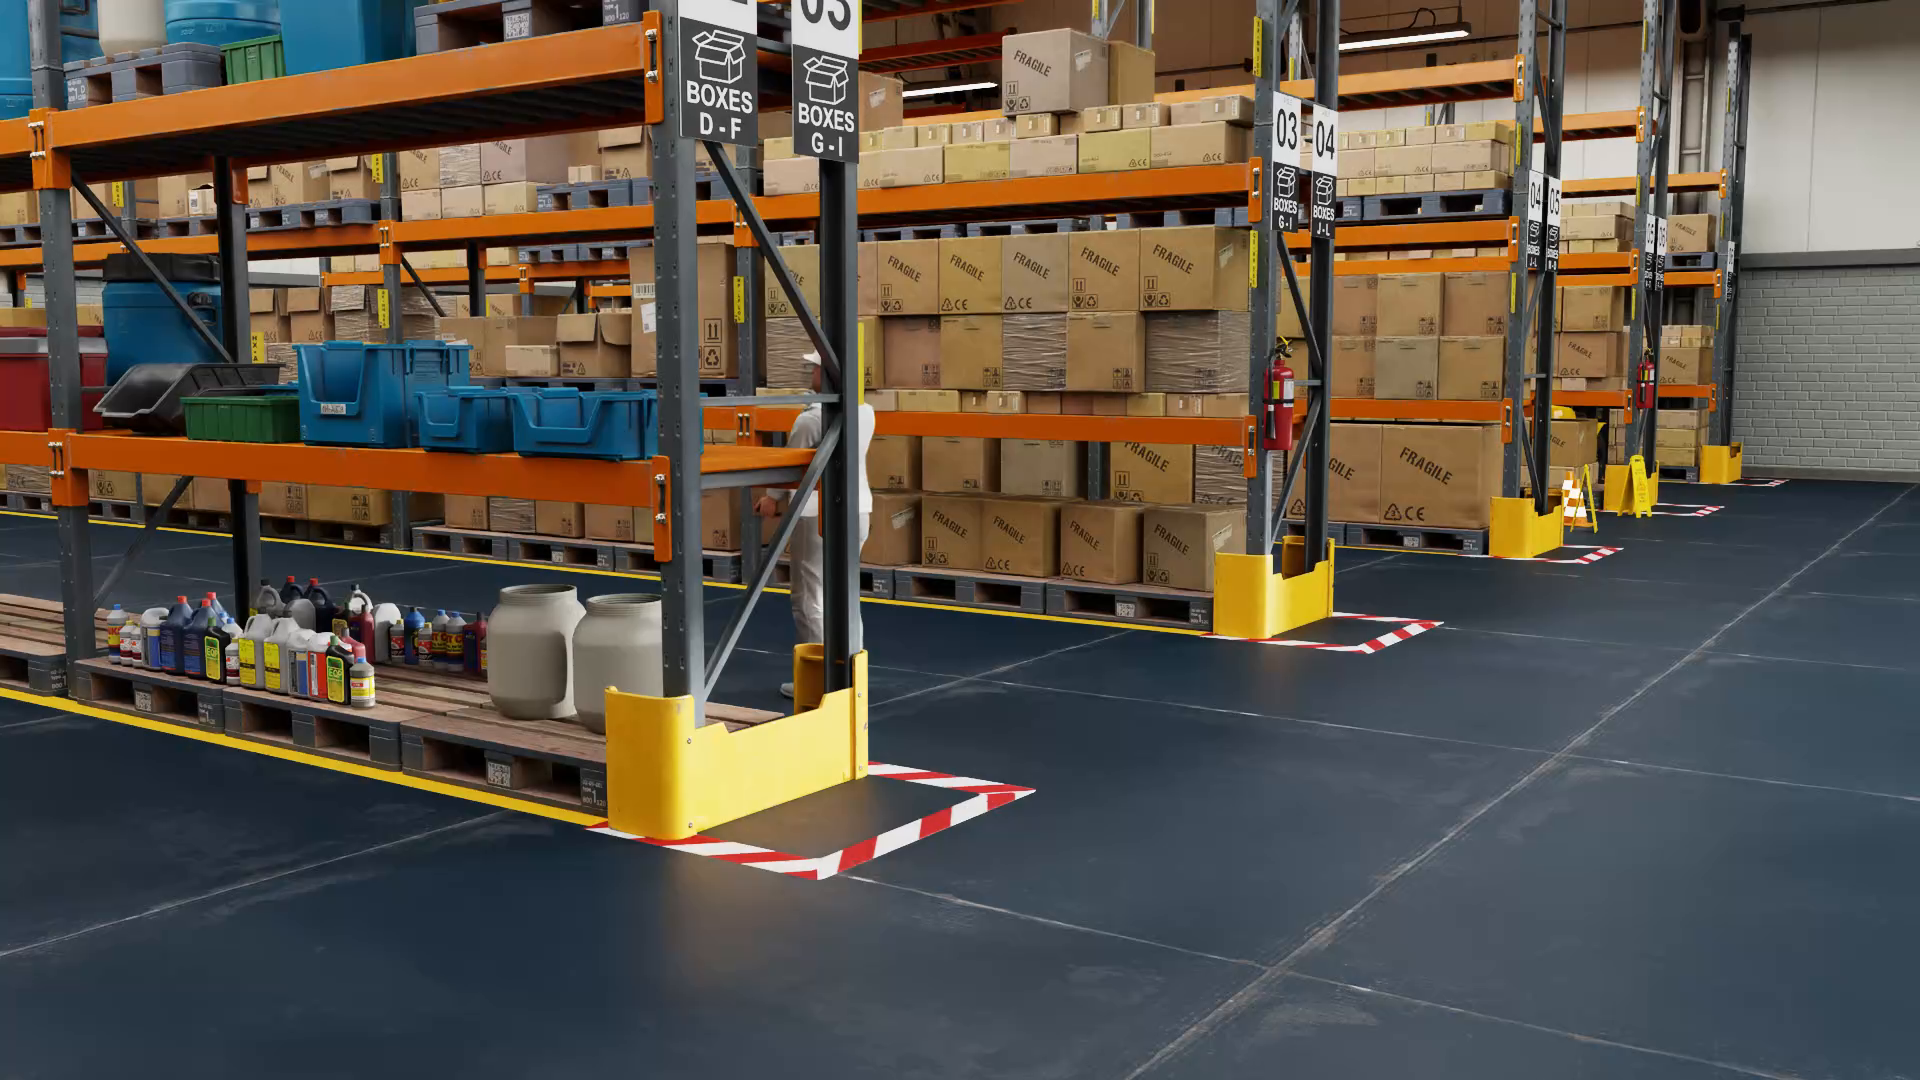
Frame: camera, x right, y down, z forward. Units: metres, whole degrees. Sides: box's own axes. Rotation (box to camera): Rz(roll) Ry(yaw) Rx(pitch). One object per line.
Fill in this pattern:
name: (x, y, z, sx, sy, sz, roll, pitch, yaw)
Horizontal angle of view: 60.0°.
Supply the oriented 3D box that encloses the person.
person: (-0.722, -0.110, 8.198, 0.557, 1.762, 0.494, 4, 8, 34)
